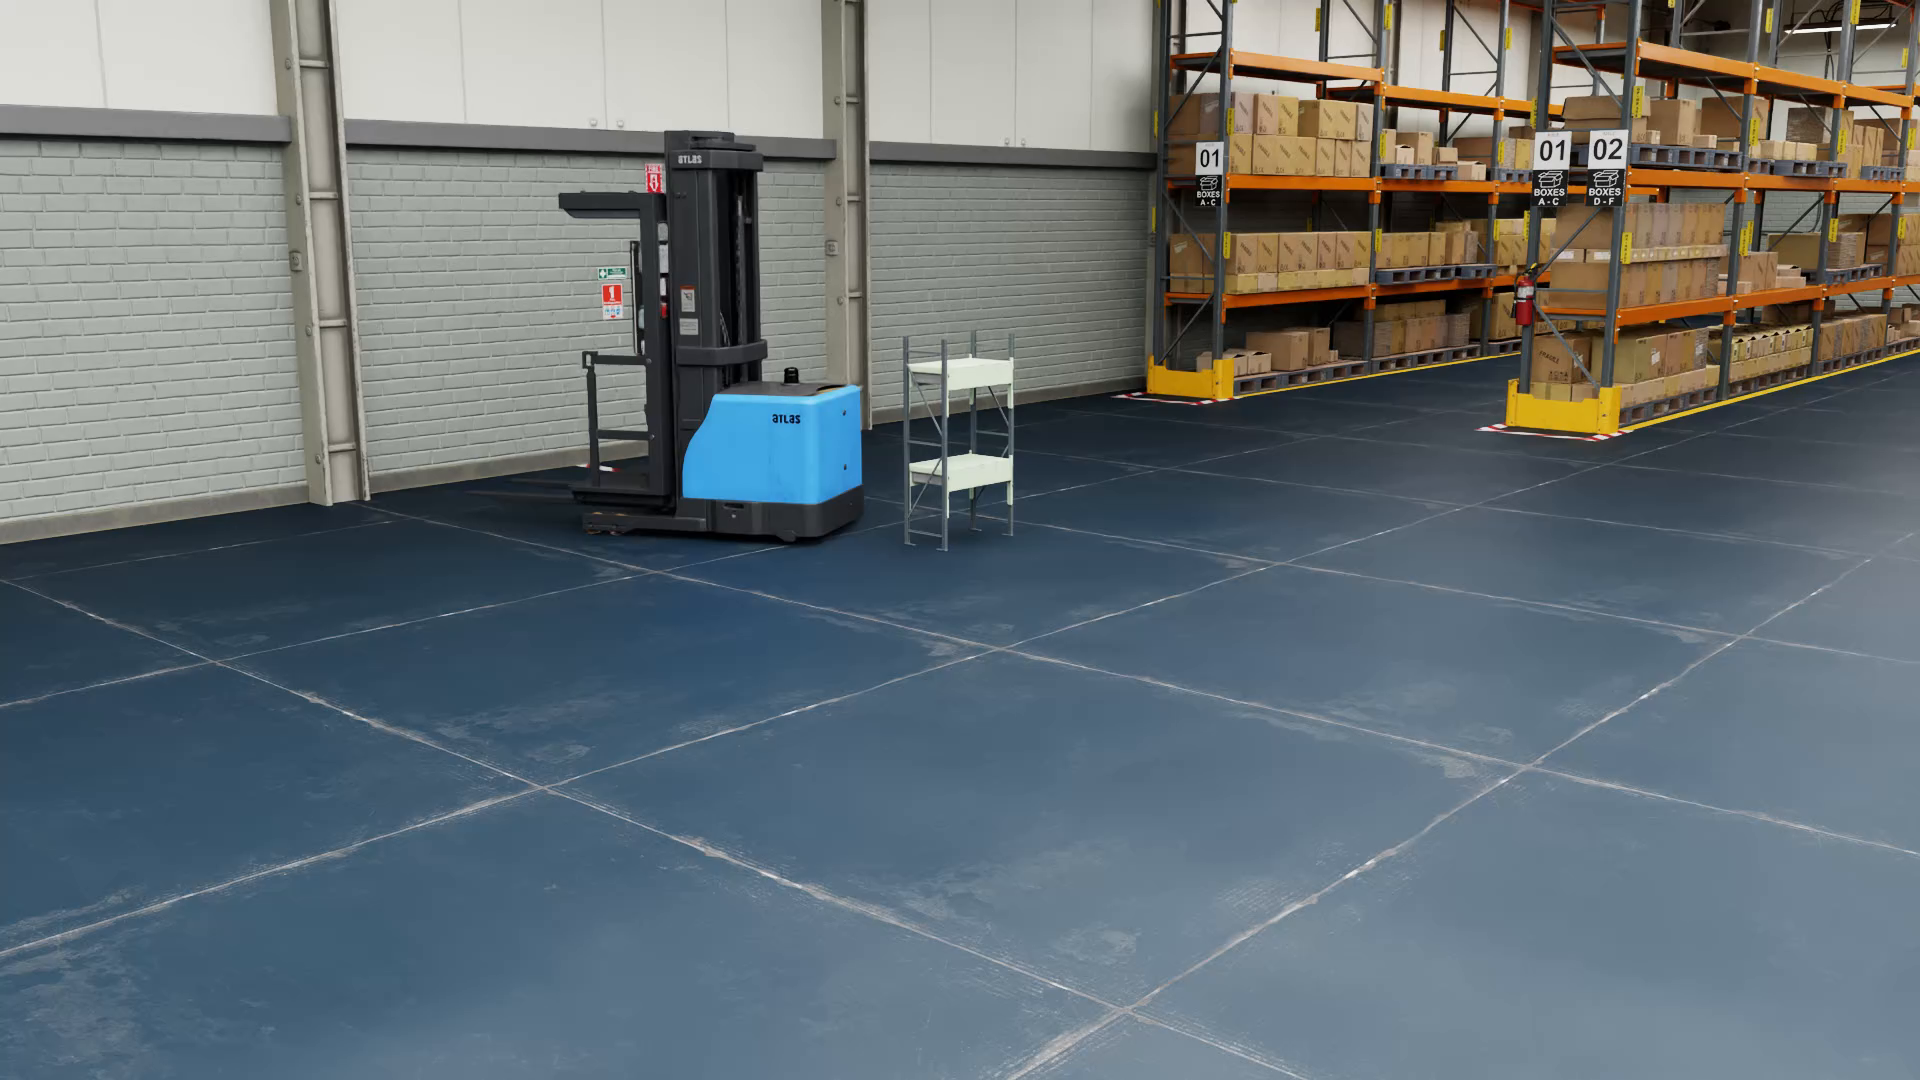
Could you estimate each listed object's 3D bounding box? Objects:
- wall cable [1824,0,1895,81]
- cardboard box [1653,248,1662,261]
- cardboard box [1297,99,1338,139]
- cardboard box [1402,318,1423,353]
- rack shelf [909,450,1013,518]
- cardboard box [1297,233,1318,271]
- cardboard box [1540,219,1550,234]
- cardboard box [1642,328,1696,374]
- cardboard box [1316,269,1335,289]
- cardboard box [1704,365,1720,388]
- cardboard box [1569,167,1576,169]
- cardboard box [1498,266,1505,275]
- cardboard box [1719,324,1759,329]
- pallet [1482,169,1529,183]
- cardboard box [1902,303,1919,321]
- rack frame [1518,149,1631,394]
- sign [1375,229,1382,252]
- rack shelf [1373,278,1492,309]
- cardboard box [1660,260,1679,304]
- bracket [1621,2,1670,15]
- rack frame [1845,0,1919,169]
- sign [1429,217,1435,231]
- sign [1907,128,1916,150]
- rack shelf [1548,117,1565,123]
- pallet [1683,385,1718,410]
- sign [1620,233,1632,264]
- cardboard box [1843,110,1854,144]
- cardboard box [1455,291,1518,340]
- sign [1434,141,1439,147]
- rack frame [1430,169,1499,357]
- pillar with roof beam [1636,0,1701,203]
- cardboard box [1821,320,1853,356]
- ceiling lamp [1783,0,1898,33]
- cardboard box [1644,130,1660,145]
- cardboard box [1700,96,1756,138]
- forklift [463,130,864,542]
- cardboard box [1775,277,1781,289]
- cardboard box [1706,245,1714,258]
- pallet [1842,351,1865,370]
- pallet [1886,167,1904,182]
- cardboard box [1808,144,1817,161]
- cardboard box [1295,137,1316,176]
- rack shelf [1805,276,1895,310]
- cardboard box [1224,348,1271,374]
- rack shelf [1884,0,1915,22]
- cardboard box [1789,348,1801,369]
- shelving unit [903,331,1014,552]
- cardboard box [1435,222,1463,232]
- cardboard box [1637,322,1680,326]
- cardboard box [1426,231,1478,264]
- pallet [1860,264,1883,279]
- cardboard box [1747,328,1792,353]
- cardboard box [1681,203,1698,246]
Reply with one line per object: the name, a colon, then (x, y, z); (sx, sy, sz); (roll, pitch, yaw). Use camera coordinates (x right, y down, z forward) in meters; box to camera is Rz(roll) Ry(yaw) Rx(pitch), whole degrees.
wall cable: (19.536, -10.036, 34.515); (3.097, 2.526, 0.112); (10, 15, 40)
cardboard box: (7.765, -3.259, 18.958); (0.380, 0.149, 0.250); (9, 14, 38)
cardboard box: (4.763, -5.689, 22.520); (0.500, 0.500, 0.500); (9, 14, 38)
cardboard box: (6.724, -3.191, 25.788); (0.700, 0.500, 0.500); (10, 15, 41)
rack shelf: (-0.004, -0.415, 12.123); (0.431, 0.370, 0.720); (10, 15, 40)
cardboard box: (4.492, -3.909, 22.542); (0.500, 0.500, 0.500); (10, 15, 42)
cardboard box: (9.728, -5.362, 28.417); (0.500, 0.250, 0.500); (9, 15, 39)
cardboard box: (8.496, -2.281, 20.007); (0.500, 0.500, 0.500); (10, 15, 40)
cardboard box: (4.840, -3.617, 22.996); (0.500, 0.250, 0.500); (10, 15, 40)
cardboard box: (9.162, -2.059, 20.812); (0.500, 0.250, 0.500); (10, 15, 40)
cardboard box: (11.137, -6.899, 30.489); (0.500, 0.250, 0.500); (10, 15, 41)
cardboard box: (8.785, -4.468, 27.512); (0.380, 0.149, 0.250); (10, 15, 41)
cardboard box: (11.038, -2.902, 23.598); (0.500, 0.311, 0.500); (9, 15, 39)
pallet: (8.606, -6.007, 27.450); (1.213, 0.211, 1.003); (11, 16, 43)
cardboard box: (17.051, -3.942, 29.548); (0.500, 0.500, 0.500); (10, 15, 40)
rack frame: (6.664, -2.710, 18.120); (1.000, 3.000, 0.127); (10, 15, 40)
sign: (5.993, -4.294, 23.840); (0.100, 0.325, 0.005); (10, 15, 40)
rack shelf: (6.901, -3.880, 25.814); (1.077, 0.370, 4.000); (10, 15, 40)
cardboard box: (8.001, -3.054, 19.588); (0.700, 0.500, 0.500); (10, 15, 42)
bracket: (12.915, -10.431, 32.272); (0.076, 0.066, 4.783); (10, 15, 40)
rack frame: (14.585, -7.417, 26.372); (1.000, 3.000, 0.127); (10, 15, 40)
sign: (7.802, -5.166, 27.460); (0.100, 0.325, 0.005); (10, 15, 40)
sign: (15.004, -6.322, 26.220); (0.100, 0.325, 0.005); (10, 15, 40)
rack shelf: (12.182, -7.802, 31.159); (1.077, 0.370, 4.000); (10, 15, 40)
pallet: (8.748, -1.819, 20.781); (1.003, 0.211, 1.213); (10, 15, 40)
sign: (7.077, -3.100, 17.664); (0.100, 0.325, 0.005); (10, 15, 40)
cardboard box: (12.910, -6.111, 24.680); (0.500, 0.500, 0.500); (10, 15, 40)
cardboard box: (8.805, -3.770, 27.843); (0.750, 0.750, 0.750); (10, 15, 40)
sign: (7.809, -6.363, 27.230); (0.100, 0.325, 0.005); (10, 15, 40)
rack frame: (8.221, -4.527, 27.217); (1.000, 3.000, 0.127); (10, 15, 40)
pillar with roof beam: (17.868, -8.598, 32.284); (9.100, 9.000, 0.548); (10, 15, 40)
cardboard box: (13.136, -3.058, 25.120); (0.500, 0.500, 0.500); (10, 15, 40)
ceiling lamp: (17.171, -11.576, 32.293); (2.000, 3.185, 0.800); (10, 15, 40)
cardboard box: (7.573, -4.482, 18.548); (0.380, 0.149, 0.250); (10, 15, 40)
cardboard box: (9.741, -5.355, 21.101); (0.500, 0.500, 0.500); (10, 15, 41)
forklift: (-2.317, -1.564, 12.559); (3.031, 2.935, 1.130); (3, 12, 16)
cardboard box: (11.145, -3.569, 23.062); (0.250, 0.149, 0.380); (-11, 16, -43)
cardboard box: (8.950, -3.523, 20.279); (0.380, 0.149, 0.250); (9, 15, 39)
pallet: (13.271, -2.803, 25.706); (1.003, 0.211, 1.213); (10, 15, 40)
pallet: (14.102, -5.767, 26.249); (1.213, 0.211, 1.003); (10, 15, 40)
cardboard box: (11.687, -5.416, 23.322); (0.500, 0.250, 0.500); (8, 14, 36)
cardboard box: (4.407, -5.129, 22.269); (0.500, 0.500, 0.500); (11, 16, 44)
rack shelf: (13.265, -3.828, 25.557); (1.077, 0.370, 4.000); (10, 15, 40)
cardboard box: (3.841, -2.421, 22.415); (0.500, 0.311, 0.500); (-11, 15, -43)
rack shelf: (15.905, -8.988, 27.590); (1.077, 0.370, 4.000); (10, 15, 40)
cardboard box: (11.443, -2.559, 23.314); (0.500, 0.250, 0.500); (10, 15, 40)
shelving unit: (-0.004, -0.734, 12.059); (0.431, 1.500, 0.755); (10, 15, 40)
cardboard box: (7.814, -5.006, 26.580); (0.380, 0.149, 0.250); (7, 13, 31)
cardboard box: (8.763, -2.496, 21.082); (0.500, 0.500, 0.500); (10, 15, 40)
cardboard box: (7.918, -4.721, 26.811); (0.700, 0.500, 0.500); (8, 14, 34)
pallet: (13.975, -4.278, 26.460); (1.003, 0.211, 1.213); (10, 15, 40)
cardboard box: (11.110, -2.759, 22.884); (0.500, 0.311, 0.500); (10, 15, 40)
cardboard box: (8.352, -3.769, 19.857); (0.700, 0.500, 0.500); (10, 15, 40)
